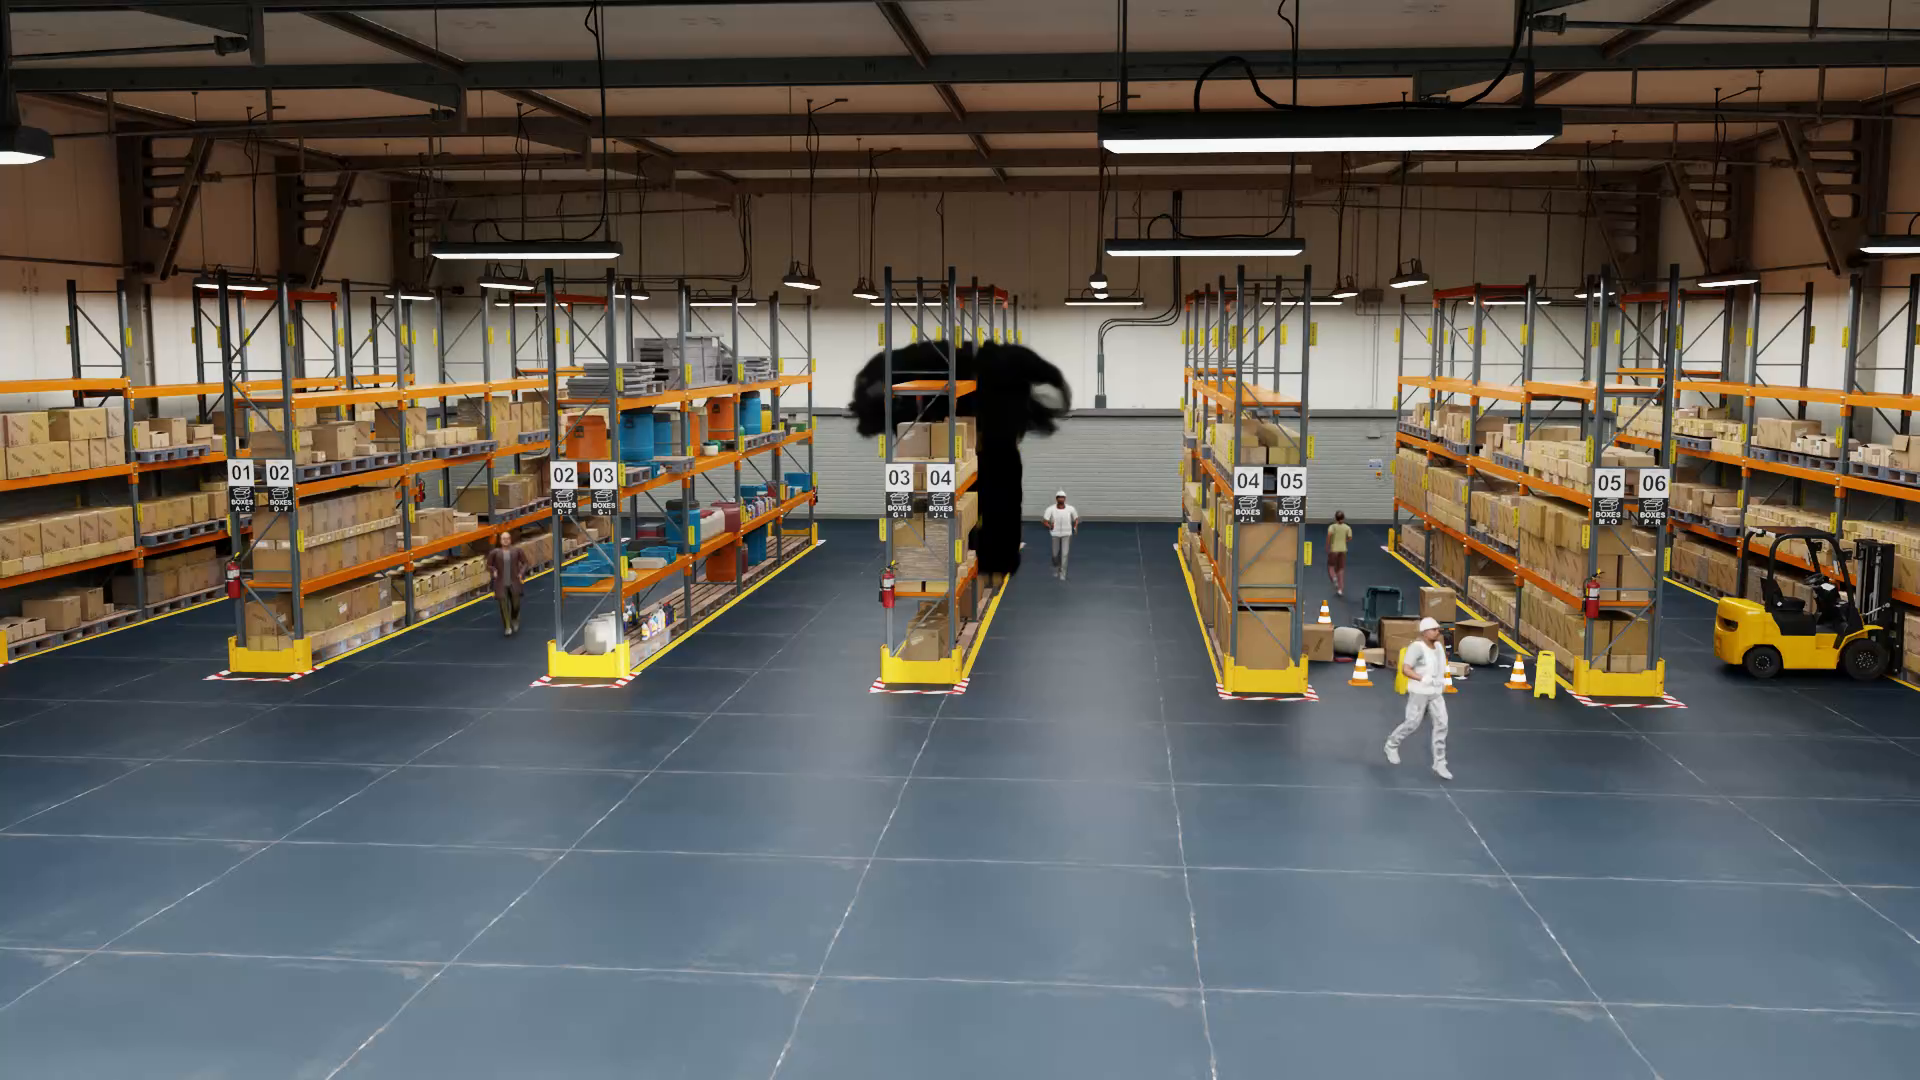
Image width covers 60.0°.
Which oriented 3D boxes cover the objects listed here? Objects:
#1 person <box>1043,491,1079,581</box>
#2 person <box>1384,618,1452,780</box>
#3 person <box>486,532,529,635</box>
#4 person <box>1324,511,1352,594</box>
[{"bbox_3d":[1.976,-0.086,32.480,0.714,1.751,0.725,0,7,2],"label":"person"},{"bbox_3d":[5.377,1.786,19.194,0.721,1.795,0.947,-4,8,-32],"label":"person"},{"bbox_3d":[-7.628,0.740,28.013,0.685,1.728,0.652,-2,7,-15],"label":"person"},{"bbox_3d":[7.405,0.232,32.654,0.560,1.624,0.621,0,7,-3],"label":"person"}]
